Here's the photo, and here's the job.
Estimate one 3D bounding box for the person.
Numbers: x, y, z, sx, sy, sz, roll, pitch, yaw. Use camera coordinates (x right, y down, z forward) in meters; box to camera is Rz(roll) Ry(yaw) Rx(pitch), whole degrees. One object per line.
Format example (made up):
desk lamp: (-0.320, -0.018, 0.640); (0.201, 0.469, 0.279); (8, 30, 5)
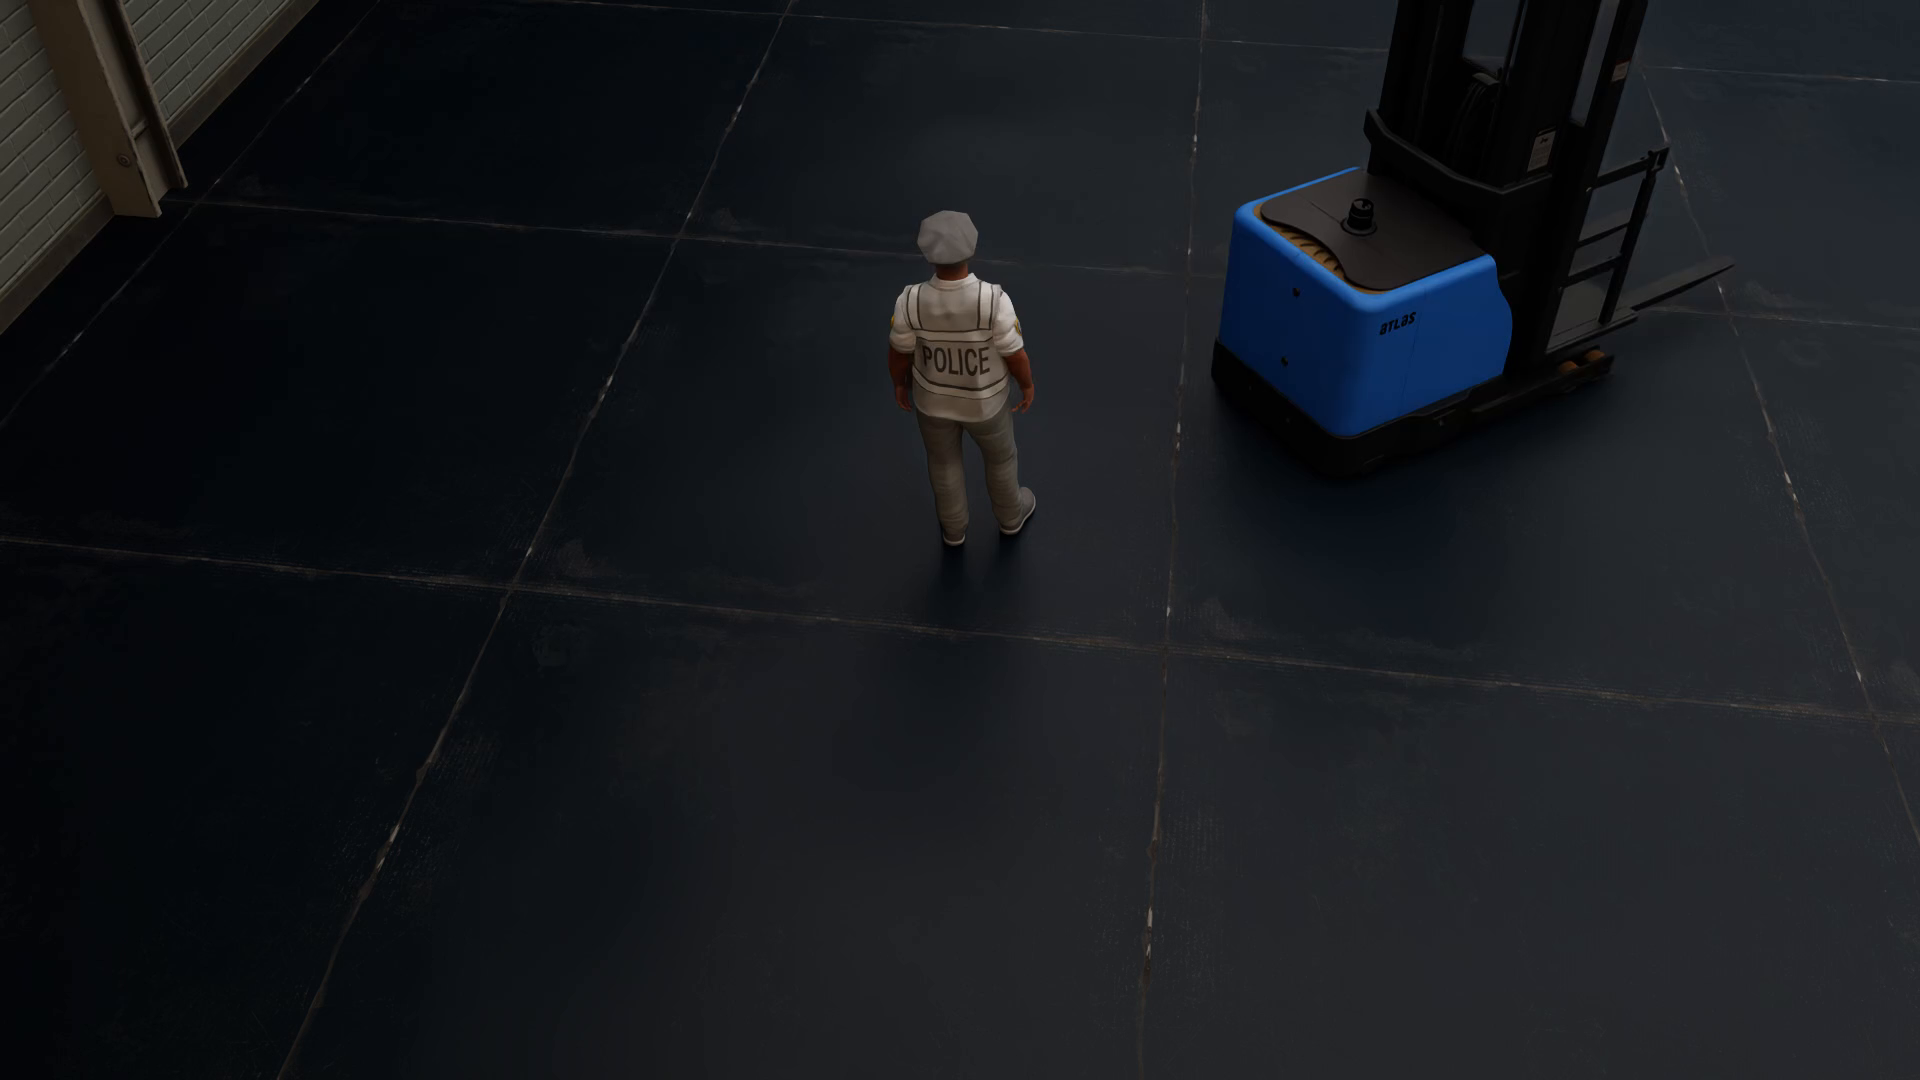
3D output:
person: (0.023, -0.712, 7.339); (0.640, 1.781, 0.575); (5, 43, 6)

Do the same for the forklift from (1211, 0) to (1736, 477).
forklift: (2.848, -2.136, 8.050); (3.031, 2.935, 1.130); (-22, 47, -22)
